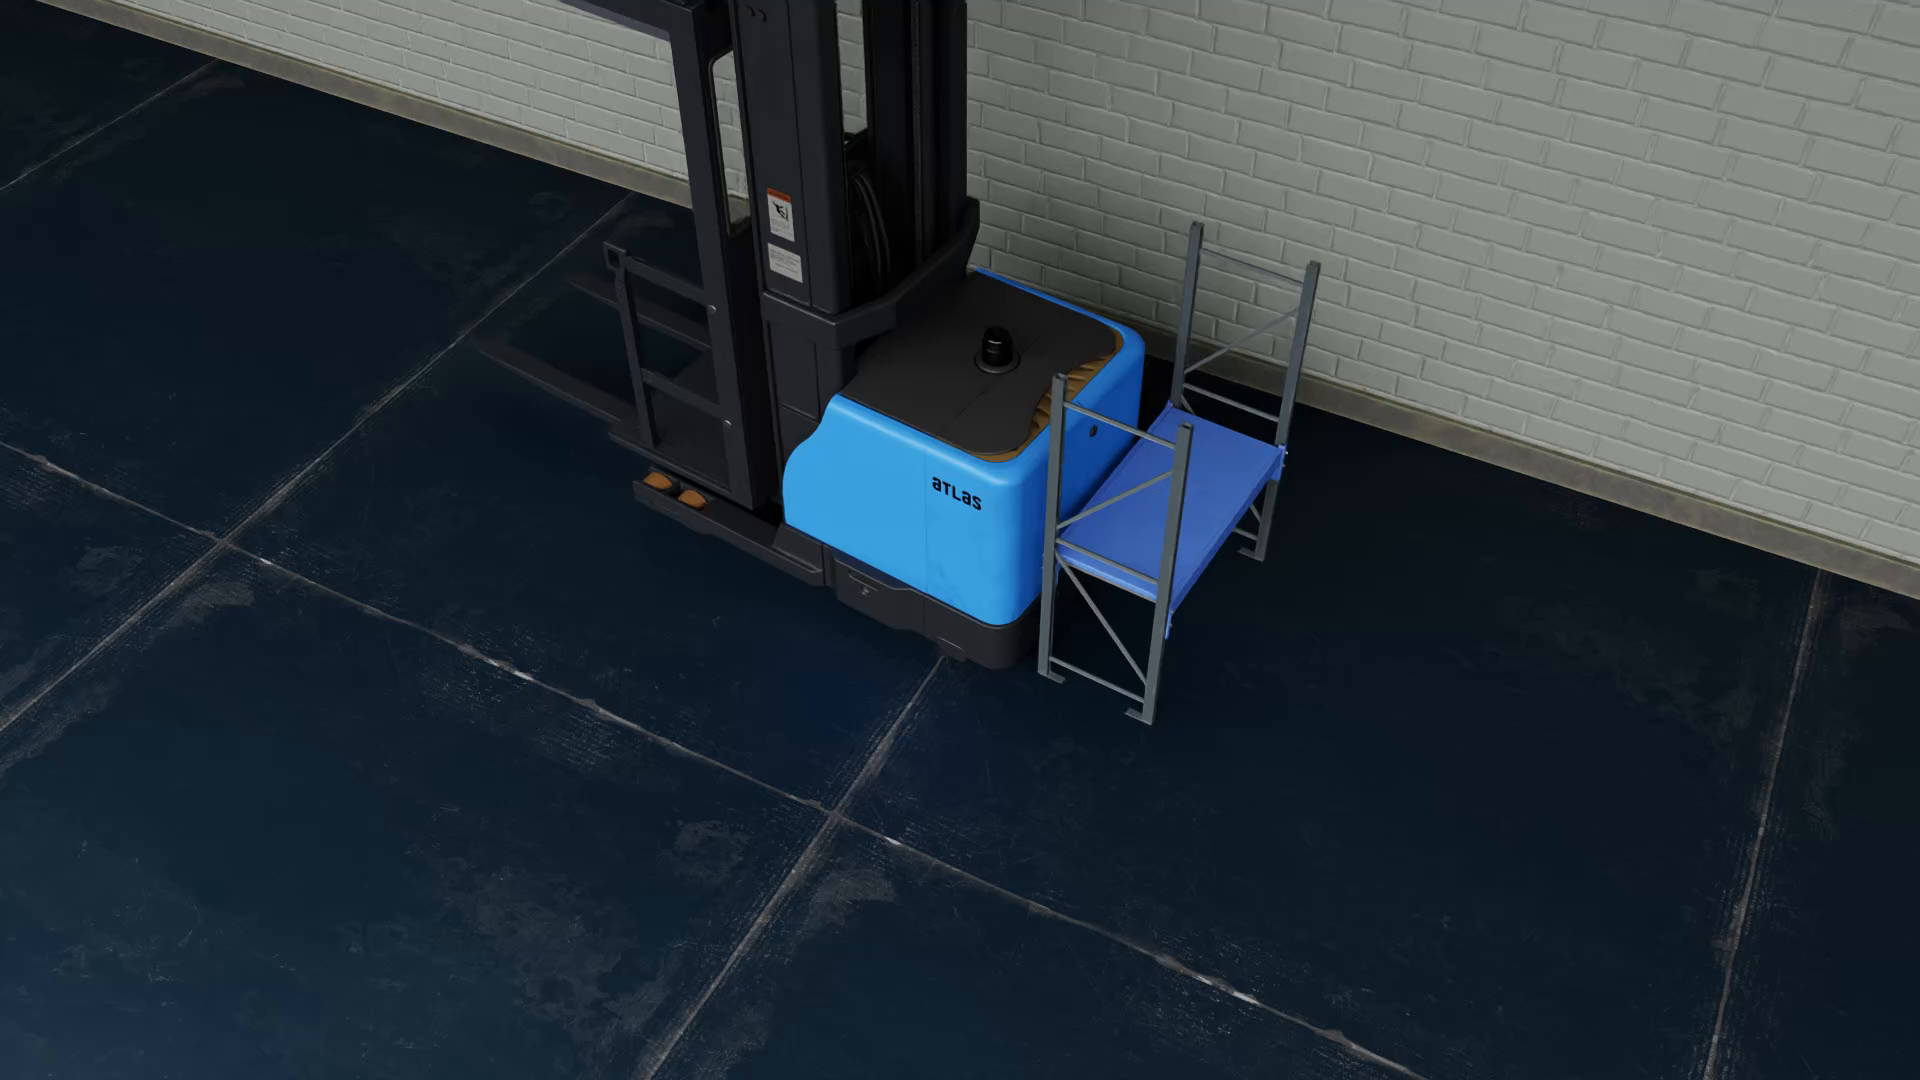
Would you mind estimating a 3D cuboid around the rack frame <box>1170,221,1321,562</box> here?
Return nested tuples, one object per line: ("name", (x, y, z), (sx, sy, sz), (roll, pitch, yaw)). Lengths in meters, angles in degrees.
("rack frame", (1.059, -0.537, 6.506), (0.500, 1.500, 0.032), (24, 50, 22))

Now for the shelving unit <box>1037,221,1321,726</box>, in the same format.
("shelving unit", (0.791, -0.230, 6.202), (0.538, 1.500, 1.048), (24, 50, 22))

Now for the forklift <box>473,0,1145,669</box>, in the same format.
("forklift", (-0.787, -1.362, 6.316), (3.031, 2.935, 1.130), (26, 51, 23))

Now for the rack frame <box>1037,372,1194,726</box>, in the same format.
("rack frame", (0.524, 0.078, 5.899), (0.500, 1.500, 0.032), (24, 50, 22))

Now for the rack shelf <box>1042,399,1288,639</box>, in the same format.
("rack shelf", (0.791, -0.103, 6.330), (0.538, 0.185, 1.000), (24, 50, 22))
